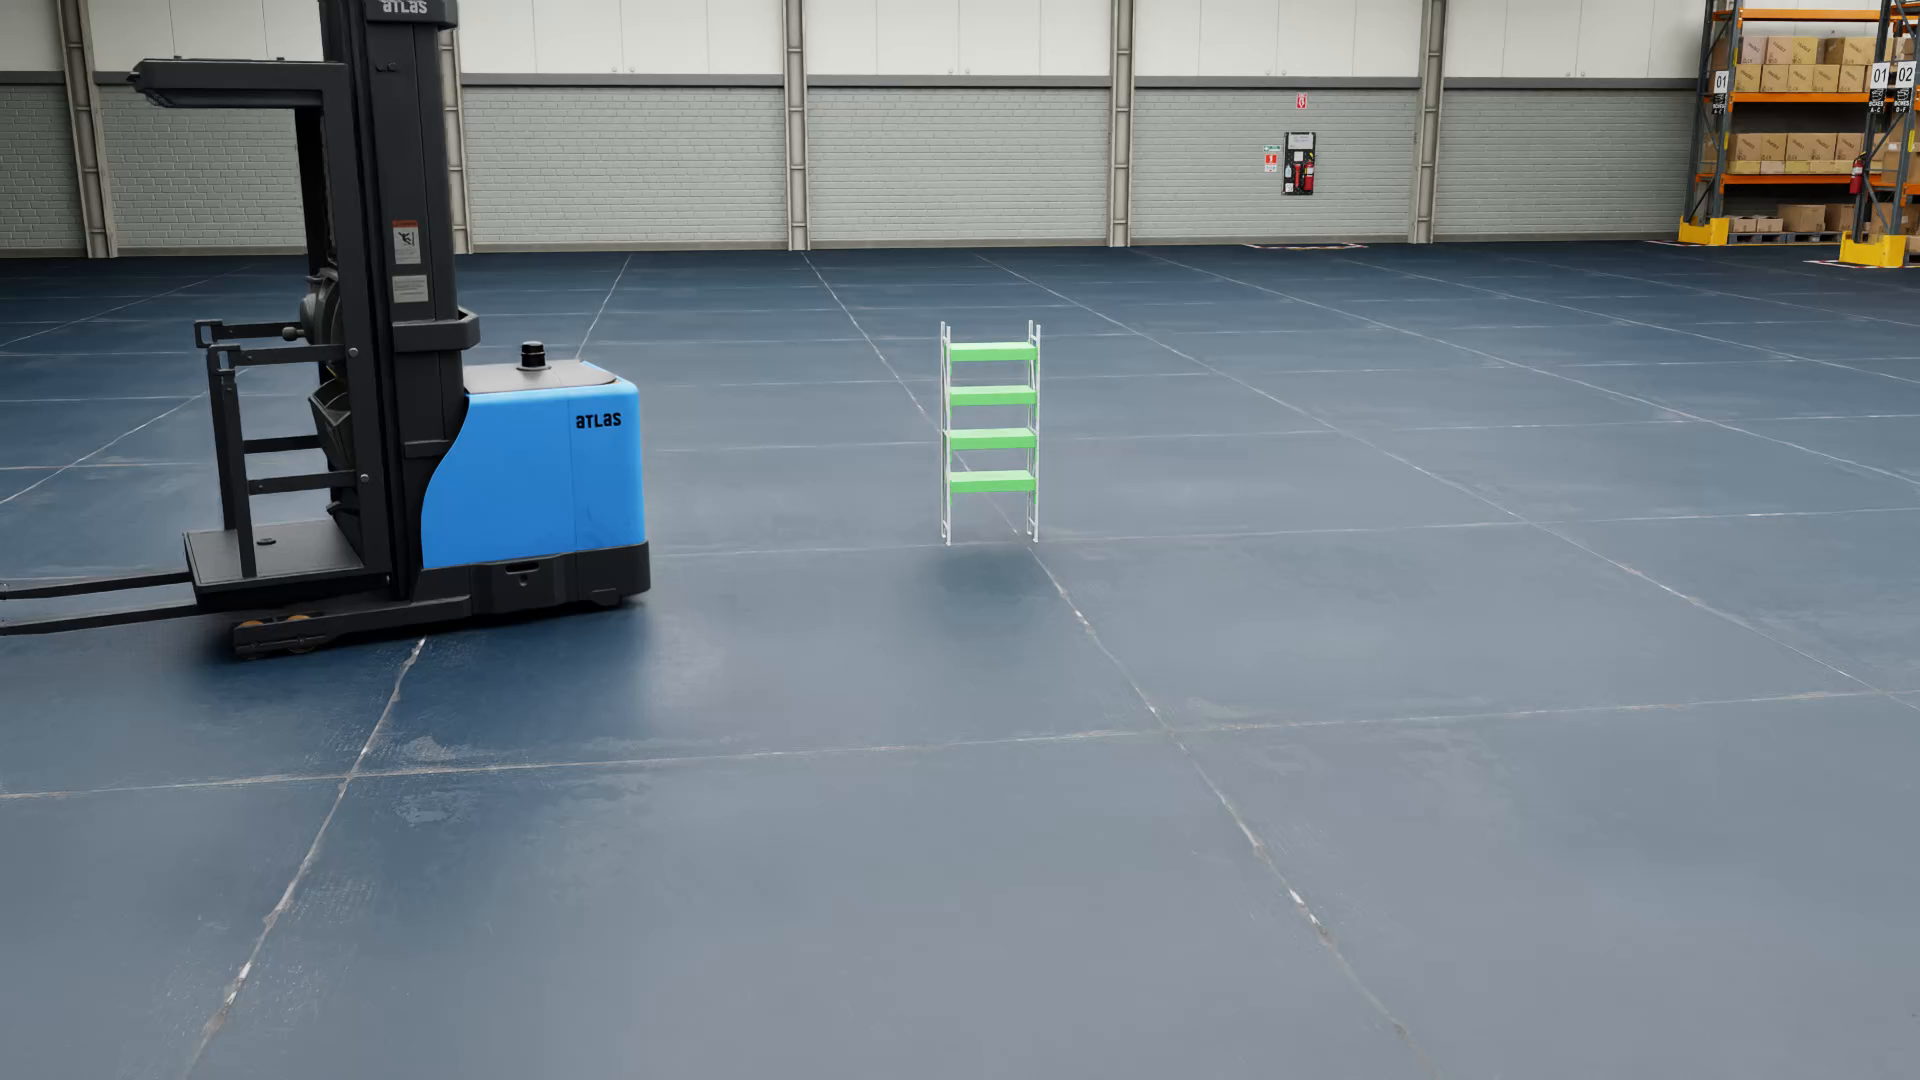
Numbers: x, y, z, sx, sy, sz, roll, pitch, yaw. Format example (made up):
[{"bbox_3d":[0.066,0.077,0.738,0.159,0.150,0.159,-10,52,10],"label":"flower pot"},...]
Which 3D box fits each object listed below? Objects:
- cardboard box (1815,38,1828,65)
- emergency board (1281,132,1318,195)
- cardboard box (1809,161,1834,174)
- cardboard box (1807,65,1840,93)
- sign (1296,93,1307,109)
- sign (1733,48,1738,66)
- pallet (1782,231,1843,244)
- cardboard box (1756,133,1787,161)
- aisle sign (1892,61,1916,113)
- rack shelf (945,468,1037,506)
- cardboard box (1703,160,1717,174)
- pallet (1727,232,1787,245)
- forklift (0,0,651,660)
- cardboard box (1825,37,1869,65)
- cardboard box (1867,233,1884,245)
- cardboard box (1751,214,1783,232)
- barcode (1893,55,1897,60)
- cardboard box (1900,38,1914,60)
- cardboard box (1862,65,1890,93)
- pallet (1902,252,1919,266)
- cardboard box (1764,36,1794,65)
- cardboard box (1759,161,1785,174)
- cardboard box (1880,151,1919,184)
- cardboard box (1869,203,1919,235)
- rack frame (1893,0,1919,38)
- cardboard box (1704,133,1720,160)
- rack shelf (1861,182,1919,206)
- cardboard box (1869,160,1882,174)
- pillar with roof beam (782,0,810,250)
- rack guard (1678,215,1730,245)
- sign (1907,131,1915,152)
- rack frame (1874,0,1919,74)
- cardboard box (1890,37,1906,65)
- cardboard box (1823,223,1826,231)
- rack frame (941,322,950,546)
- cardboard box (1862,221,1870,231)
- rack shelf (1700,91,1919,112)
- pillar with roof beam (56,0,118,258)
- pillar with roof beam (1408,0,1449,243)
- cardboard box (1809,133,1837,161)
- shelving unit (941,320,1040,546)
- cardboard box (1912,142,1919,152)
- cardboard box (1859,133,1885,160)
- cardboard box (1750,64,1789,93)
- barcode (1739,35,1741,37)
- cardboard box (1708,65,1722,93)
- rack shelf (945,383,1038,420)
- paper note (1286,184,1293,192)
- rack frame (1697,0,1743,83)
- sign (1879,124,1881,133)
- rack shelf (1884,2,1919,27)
[{"bbox_3d":[16.199,-9.328,31.821,0.500,0.500,0.500,-2,14,-8],"label":"cardboard box"},{"bbox_3d":[6.465,-7.136,31.548,0.643,1.169,0.194,-2,14,-8],"label":"emergency board"},{"bbox_3d":[16.330,-7.135,31.814,0.500,0.250,0.500,-2,14,-8],"label":"cardboard box"},{"bbox_3d":[16.228,-8.720,31.453,0.500,0.500,0.500,-1,14,-5],"label":"cardboard box"},{"bbox_3d":[6.442,-8.284,31.360,0.199,0.298,0.001,-2,14,-8],"label":"sign"},{"bbox_3d":[14.365,-8.949,30.813,0.005,0.325,0.100,-2,14,-8],"label":"sign"},{"bbox_3d":[16.372,-5.915,32.411,1.213,0.211,1.003,-2,14,-8],"label":"pallet"},{"bbox_3d":[15.291,-7.461,31.571,0.500,0.500,0.500,-2,14,-8],"label":"cardboard box"},{"bbox_3d":[15.007,-7.194,26.434,0.004,0.787,0.394,-2,14,-8],"label":"aisle sign"},{"bbox_3d":[0.164,-0.293,9.212,0.480,0.148,0.258,-2,14,-8],"label":"rack shelf"},{"bbox_3d":[14.718,-7.201,32.074,0.500,0.250,0.500,-2,14,-7],"label":"cardboard box"},{"bbox_3d":[15.168,-5.871,32.238,1.213,0.211,1.003,-2,14,-8],"label":"pallet"},{"bbox_3d":[-3.045,-1.051,7.424,3.031,2.935,1.130,-7,16,-26],"label":"forklift"},{"bbox_3d":[16.729,-9.216,31.374,0.500,0.500,0.500,-3,14,-10],"label":"cardboard box"},{"bbox_3d":[15.512,-4.969,27.698,0.500,0.250,0.500,-2,14,-8],"label":"cardboard box"},{"bbox_3d":[15.546,-6.133,32.174,0.500,0.311,0.500,-1,14,-4],"label":"cardboard box"},{"bbox_3d":[15.253,-7.872,27.124,0.075,0.075,0.001,-2,14,-8],"label":"barcode"},{"bbox_3d":[15.595,-7.805,26.687,0.637,0.503,0.797,-1,14,-4],"label":"cardboard box"},{"bbox_3d":[17.275,-8.765,31.632,0.500,0.500,0.500,-3,14,-13],"label":"cardboard box"},{"bbox_3d":[15.776,-4.694,27.543,1.213,0.211,1.003,-2,14,-8],"label":"pallet"},{"bbox_3d":[15.205,-9.160,31.150,0.500,0.500,0.500,-2,14,-9],"label":"cardboard box"},{"bbox_3d":[15.326,-7.101,31.675,0.500,0.250,0.500,-3,14,-10],"label":"cardboard box"},{"bbox_3d":[15.490,-6.071,27.097,0.500,0.500,0.700,-2,14,-8],"label":"cardboard box"},{"bbox_3d":[15.512,-5.333,27.609,0.500,0.500,0.500,-2,14,-8],"label":"cardboard box"},{"bbox_3d":[18.240,-10.255,31.652,0.127,3.000,1.000,-2,14,-8],"label":"rack frame"},{"bbox_3d":[14.719,-7.569,32.001,0.500,0.500,0.500,-2,14,-9],"label":"cardboard box"},{"bbox_3d":[17.004,-5.732,27.430,4.000,0.370,1.077,-2,14,-8],"label":"rack shelf"},{"bbox_3d":[17.323,-7.176,31.975,0.500,0.250,0.500,-2,14,-8],"label":"cardboard box"},{"bbox_3d":[-2.310,-8.656,25.275,0.400,9.000,9.100,-2,14,-8],"label":"pillar with roof beam"},{"bbox_3d":[14.359,-5.990,32.119,0.348,0.500,1.175,-2,14,-8],"label":"rack guard"},{"bbox_3d":[15.103,-6.333,26.405,0.005,0.325,0.100,-2,14,-8],"label":"sign"},{"bbox_3d":[15.026,-8.919,26.324,0.127,3.000,1.000,-2,14,-8],"label":"rack frame"},{"bbox_3d":[17.785,-9.260,31.549,0.500,0.500,0.500,-3,14,-13],"label":"cardboard box"},{"bbox_3d":[16.655,-6.123,32.464,0.250,0.149,0.380,-3,14,-13],"label":"cardboard box"},{"bbox_3d":[-0.078,-0.579,9.103,0.015,1.200,0.240,-2,14,-8],"label":"rack frame"},{"bbox_3d":[17.715,-6.158,32.567,0.250,0.166,0.380,-4,15,-16],"label":"cardboard box"},{"bbox_3d":[16.262,-8.379,31.816,4.000,0.370,1.077,-2,14,-8],"label":"rack shelf"},{"bbox_3d":[-14.176,-8.221,23.541,0.400,9.000,9.100,-2,14,-8],"label":"pillar with roof beam"},{"bbox_3d":[9.556,-9.091,27.009,0.400,9.000,9.100,-2,14,-8],"label":"pillar with roof beam"},{"bbox_3d":[16.312,-7.500,31.726,0.500,0.500,0.500,-2,14,-7],"label":"cardboard box"},{"bbox_3d":[0.164,-0.588,9.138,0.503,1.200,0.258,-2,14,-8],"label":"shelving unit"},{"bbox_3d":[15.446,-6.334,26.813,0.250,0.149,0.380,-2,14,-9],"label":"cardboard box"},{"bbox_3d":[17.326,-7.535,31.864,0.500,0.500,0.500,-2,14,-9],"label":"cardboard box"},{"bbox_3d":[15.189,-8.676,31.277,0.500,0.500,0.500,-1,14,-5],"label":"cardboard box"},{"bbox_3d":[14.912,-9.626,31.815,0.075,0.075,0.001,-2,14,-8],"label":"barcode"},{"bbox_3d":[14.659,-8.789,31.728,0.500,0.500,0.500,-1,14,-4],"label":"cardboard box"},{"bbox_3d":[0.164,-0.759,9.096,0.480,0.148,0.258,-2,14,-8],"label":"rack shelf"},{"bbox_3d":[6.280,-6.719,31.695,0.142,0.148,0.016,-2,14,-8],"label":"paper note"},{"bbox_3d":[14.284,-10.110,31.074,0.127,3.000,1.000,-2,14,-8],"label":"rack frame"},{"bbox_3d":[18.153,-8.040,32.773,0.005,0.325,0.100,-2,14,-8],"label":"sign"},{"bbox_3d":[17.004,-8.448,26.749,4.000,0.370,1.077,-2,14,-8],"label":"rack shelf"}]
